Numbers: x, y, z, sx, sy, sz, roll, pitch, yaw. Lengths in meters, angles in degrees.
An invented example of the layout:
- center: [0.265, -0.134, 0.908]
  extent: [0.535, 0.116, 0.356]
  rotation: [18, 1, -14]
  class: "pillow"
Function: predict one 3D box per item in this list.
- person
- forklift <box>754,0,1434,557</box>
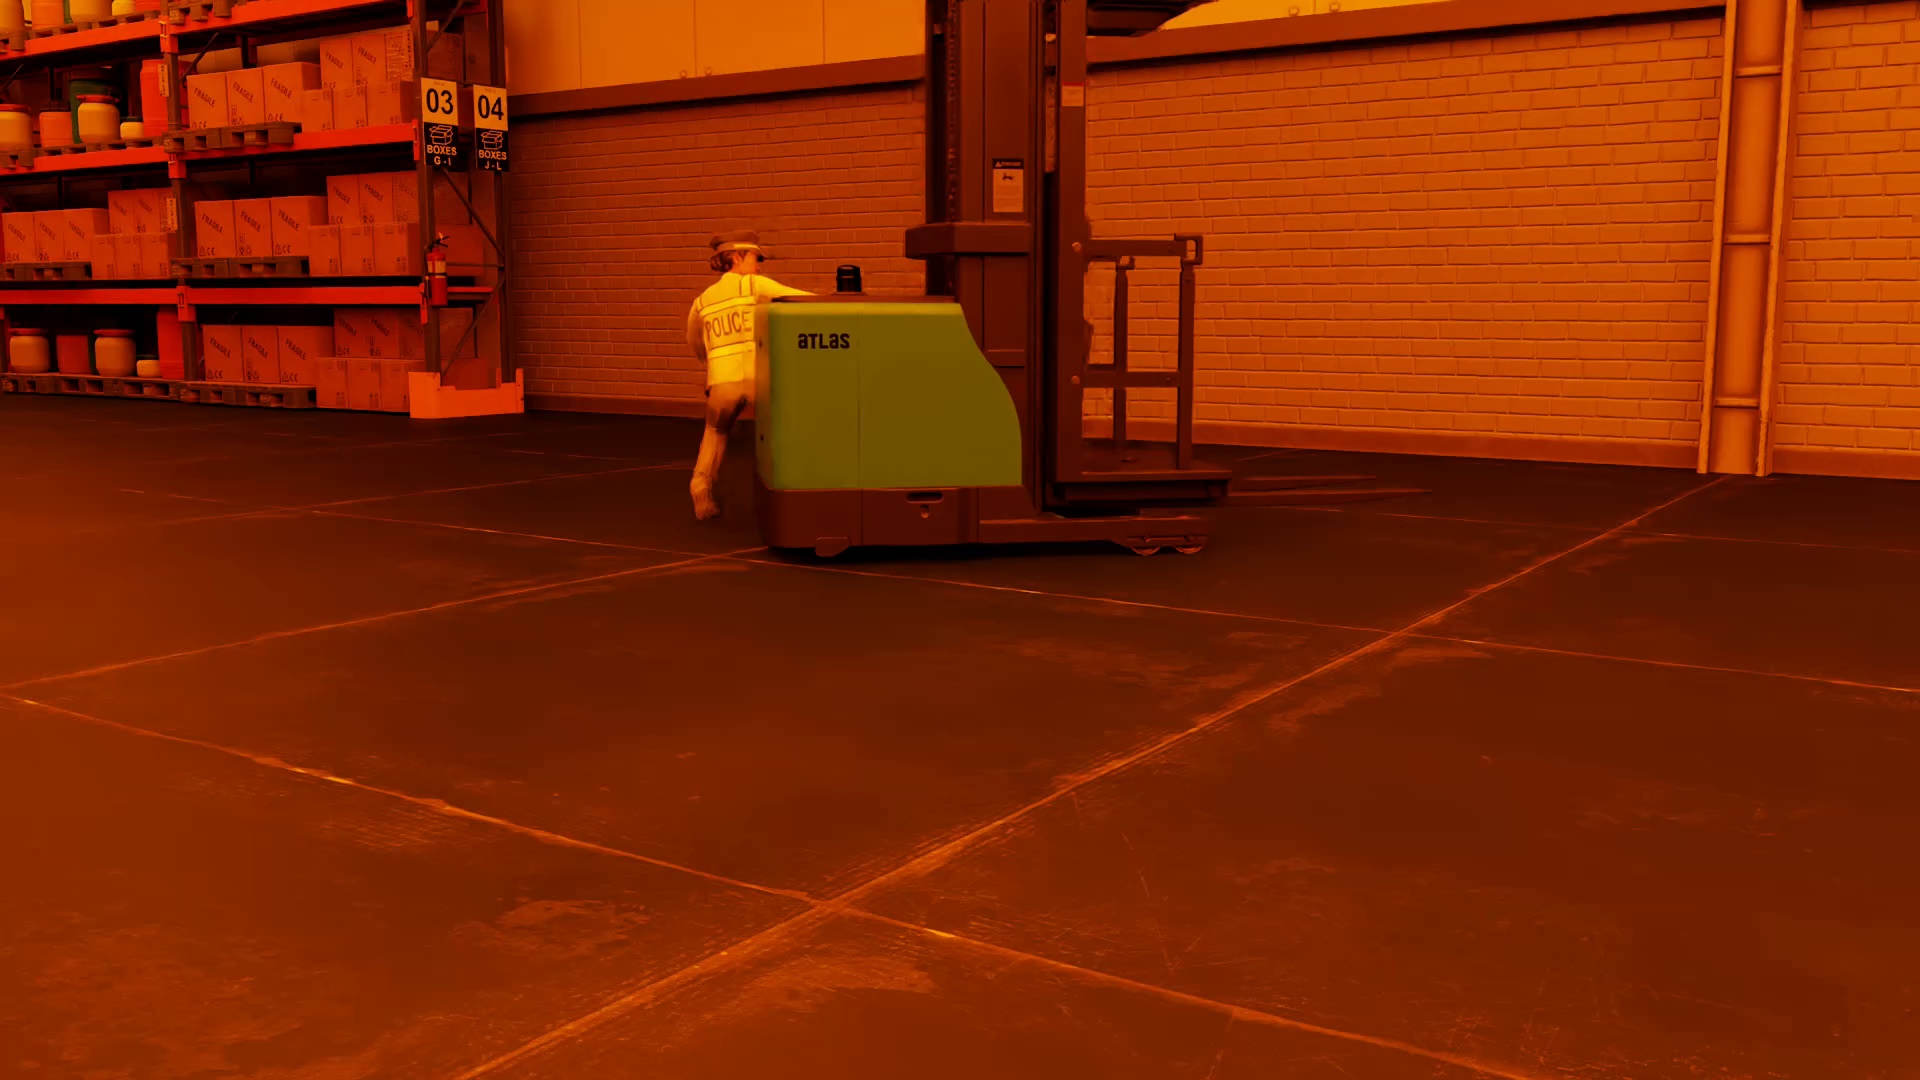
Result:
- center: [-1.012, -0.814, 8.251]
  extent: [0.740, 1.414, 0.871]
  rotation: [1, 8, 6]
  class: "person"
- center: [0.611, -1.457, 7.436]
  extent: [3.031, 2.935, 1.130]
  rotation: [-2, 8, -11]
  class: "forklift"
